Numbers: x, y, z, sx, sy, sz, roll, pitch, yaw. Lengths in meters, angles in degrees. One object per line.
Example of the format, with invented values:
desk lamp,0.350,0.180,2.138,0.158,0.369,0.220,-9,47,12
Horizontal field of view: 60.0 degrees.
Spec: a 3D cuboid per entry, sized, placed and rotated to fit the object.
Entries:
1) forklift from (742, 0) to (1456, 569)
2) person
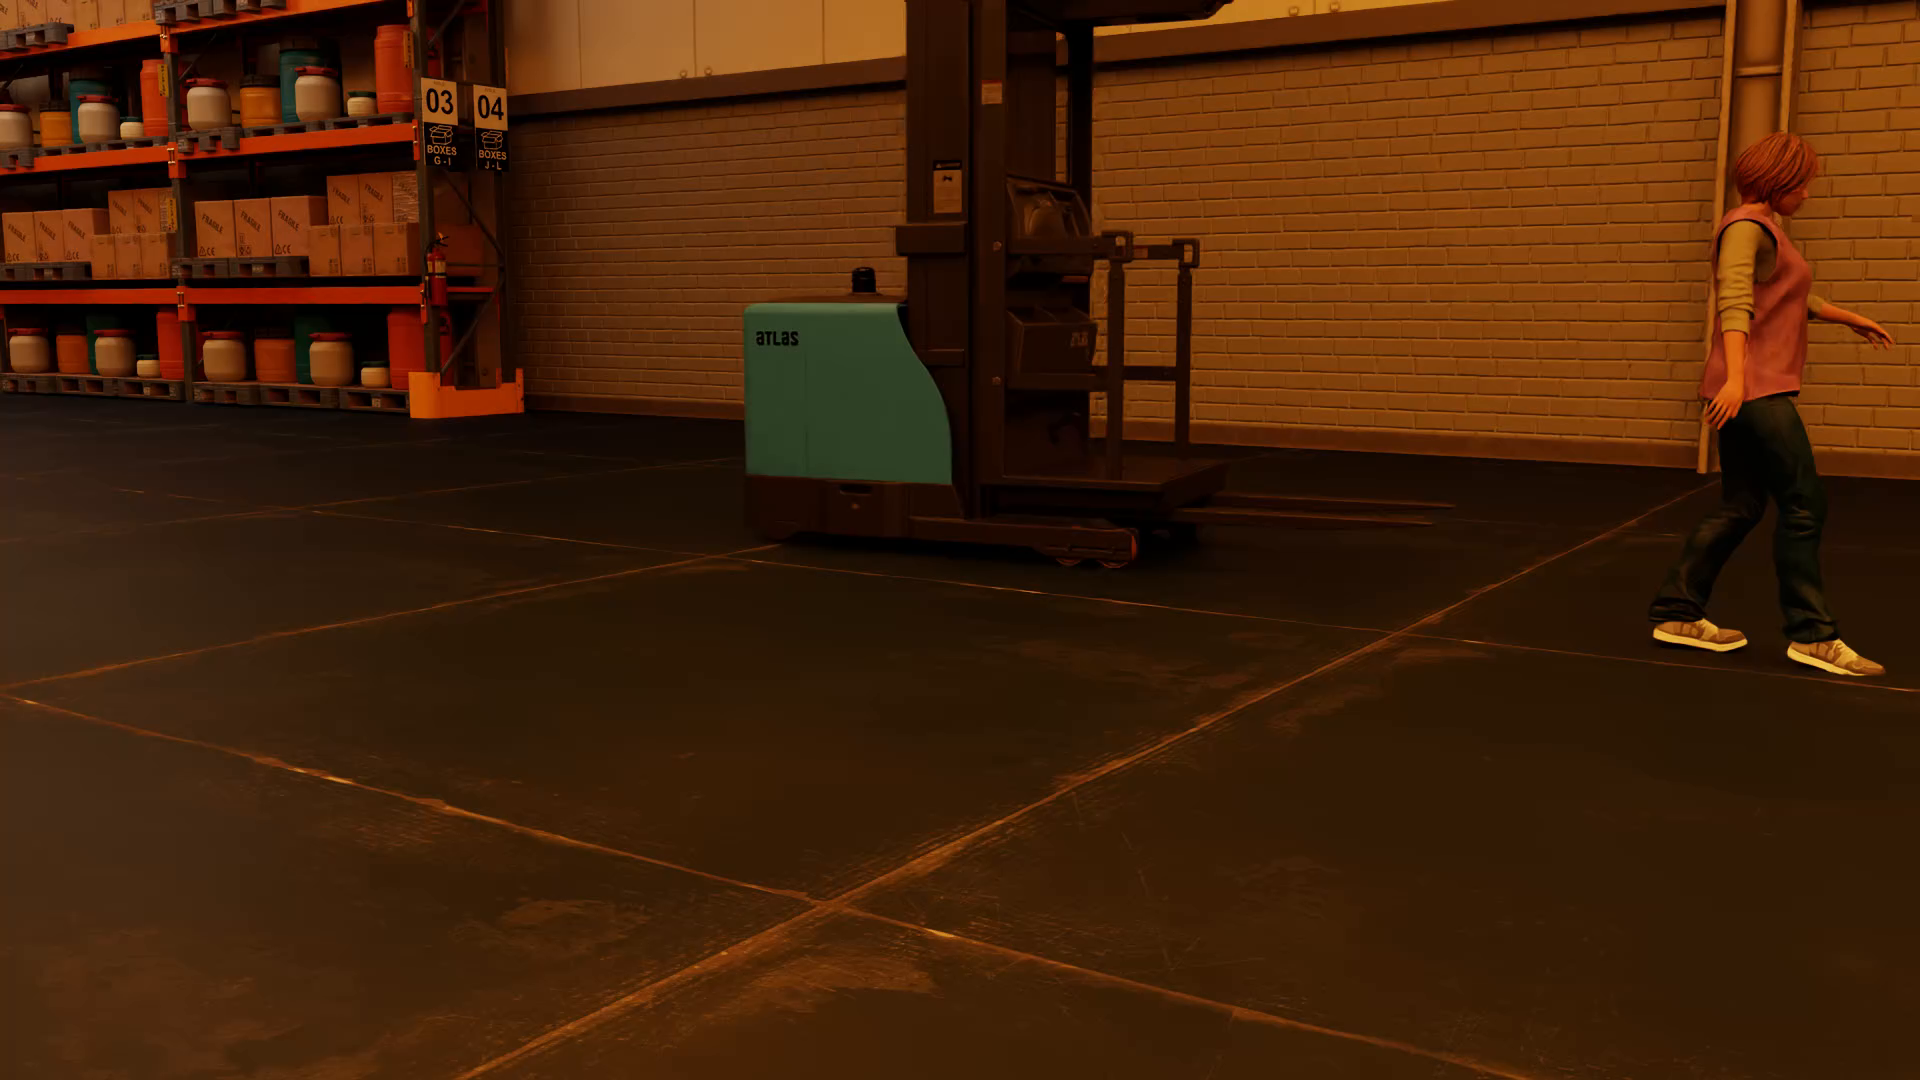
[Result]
forklift,0.580,-1.418,7.168,3.031,2.935,1.130,4,9,23
person,2.433,-0.403,4.946,0.658,1.587,0.847,4,9,25
